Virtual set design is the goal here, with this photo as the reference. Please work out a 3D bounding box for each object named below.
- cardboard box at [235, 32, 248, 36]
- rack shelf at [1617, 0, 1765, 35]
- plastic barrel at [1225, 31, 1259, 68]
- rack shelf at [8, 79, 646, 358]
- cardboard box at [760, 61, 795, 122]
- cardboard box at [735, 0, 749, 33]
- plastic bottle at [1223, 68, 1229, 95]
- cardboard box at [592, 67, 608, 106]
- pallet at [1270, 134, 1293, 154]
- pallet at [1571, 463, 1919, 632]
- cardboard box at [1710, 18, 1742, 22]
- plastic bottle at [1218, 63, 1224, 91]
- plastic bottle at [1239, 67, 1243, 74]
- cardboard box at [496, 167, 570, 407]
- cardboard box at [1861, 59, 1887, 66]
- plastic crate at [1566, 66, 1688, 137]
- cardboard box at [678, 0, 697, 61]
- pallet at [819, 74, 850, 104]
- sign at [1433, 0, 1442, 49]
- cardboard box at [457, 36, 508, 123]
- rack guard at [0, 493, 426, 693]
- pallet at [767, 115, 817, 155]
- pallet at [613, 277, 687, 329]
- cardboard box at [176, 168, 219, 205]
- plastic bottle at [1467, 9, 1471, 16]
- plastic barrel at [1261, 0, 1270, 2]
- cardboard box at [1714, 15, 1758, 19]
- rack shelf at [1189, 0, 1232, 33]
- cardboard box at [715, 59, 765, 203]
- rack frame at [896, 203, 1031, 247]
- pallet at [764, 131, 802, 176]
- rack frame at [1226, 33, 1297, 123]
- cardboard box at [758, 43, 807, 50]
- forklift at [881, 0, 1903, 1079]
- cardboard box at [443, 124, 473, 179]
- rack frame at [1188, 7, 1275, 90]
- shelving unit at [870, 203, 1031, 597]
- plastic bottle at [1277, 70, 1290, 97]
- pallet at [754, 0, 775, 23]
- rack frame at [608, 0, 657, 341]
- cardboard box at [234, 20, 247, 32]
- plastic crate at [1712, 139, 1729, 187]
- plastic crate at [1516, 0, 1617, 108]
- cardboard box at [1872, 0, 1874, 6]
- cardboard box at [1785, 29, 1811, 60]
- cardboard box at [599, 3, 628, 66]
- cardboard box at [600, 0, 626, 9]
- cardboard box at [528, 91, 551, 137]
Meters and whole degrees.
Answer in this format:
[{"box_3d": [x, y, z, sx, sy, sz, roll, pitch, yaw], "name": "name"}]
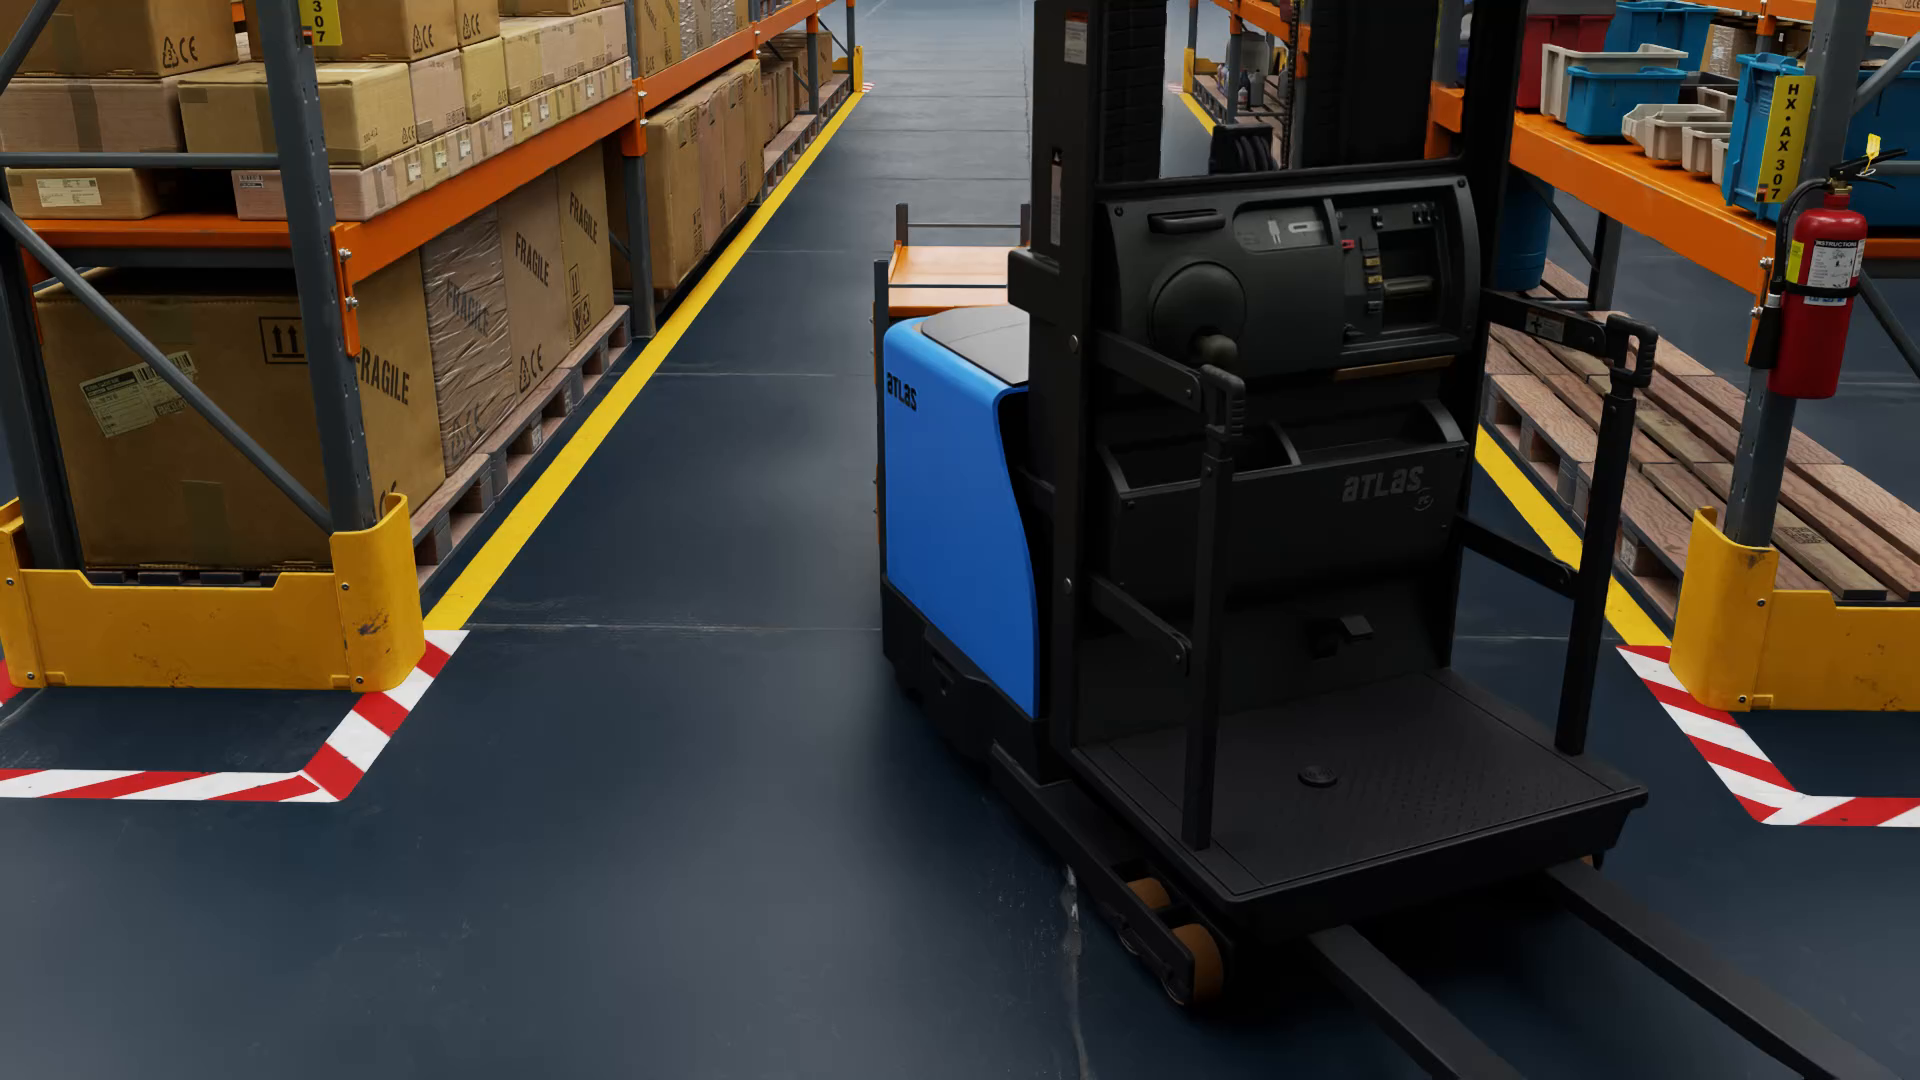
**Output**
[{"box_3d": [-2.445, -1.830, 6.394, 0.500, 0.250, 0.500, 1, 21, 2], "name": "cardboard box"}, {"box_3d": [8.090, -5.643, 17.421, 1.077, 0.370, 4.000, 1, 21, 2], "name": "rack shelf"}, {"box_3d": [3.257, -5.555, 19.057, 0.421, 0.512, 0.421, 0, 21, 0], "name": "plastic barrel"}, {"box_3d": [-2.176, -1.415, 6.523, 1.077, 0.370, 4.000, 1, 21, 2], "name": "rack shelf"}, {"box_3d": [-1.912, -4.184, 15.512, 0.700, 0.500, 0.500, -1, 21, -3], "name": "cardboard box"}, {"box_3d": [-1.761, -3.785, 11.499, 0.500, 0.500, 0.500, 1, 21, 3], "name": "cardboard box"}, {"box_3d": [2.814, -4.805, 17.430, 0.097, 0.271, 0.097, 0, 21, 0], "name": "plastic bottle"}, {"box_3d": [-1.813, -2.056, 7.529, 0.380, 0.149, 0.250, 0, 21, 1], "name": "cardboard box"}, {"box_3d": [3.059, -3.285, 14.202, 1.003, 0.211, 1.213, 1, 21, 2], "name": "pallet"}, {"box_3d": [2.777, 0.030, 5.660, 1.003, 0.211, 1.213, 1, 21, 2], "name": "pallet"}, {"box_3d": [7.864, -5.231, 17.549, 0.500, 0.500, 0.500, 1, 21, 2], "name": "cardboard box"}, {"box_3d": [2.809, -4.962, 17.819, 0.061, 0.283, 0.133, 1, 21, 3], "name": "plastic bottle"}, {"box_3d": [2.816, -4.587, 16.757, 0.144, 0.351, 0.185, 0, 21, -1], "name": "plastic bottle"}, {"box_3d": [-2.243, -1.115, 7.113, 0.875, 0.875, 0.875, 1, 21, 2], "name": "cardboard box"}, {"box_3d": [8.304, -4.281, 15.361, 0.500, 0.311, 0.500, 1, 21, 2], "name": "cardboard box"}, {"box_3d": [2.520, -1.668, 6.329, 0.416, 0.233, 0.300, 1, 21, 2], "name": "plastic crate"}, {"box_3d": [-1.821, -3.046, 9.595, 0.500, 0.500, 0.500, 0, 21, 0], "name": "cardboard box"}, {"box_3d": [-1.813, -5.191, 19.116, 1.003, 0.211, 1.213, 1, 21, 2], "name": "pallet"}, {"box_3d": [2.285, -2.554, 8.083, 0.100, 0.325, 0.005, 1, 21, 2], "name": "sign"}, {"box_3d": [-1.925, -1.636, 5.895, 0.500, 0.250, 0.500, 0, 21, 0], "name": "cardboard box"}, {"box_3d": [-2.238, 0.147, 4.959, 1.175, 0.500, 0.348, 1, 21, 2], "name": "rack guard"}, {"box_3d": [-1.894, -3.784, 15.490, 1.003, 0.211, 1.213, 1, 21, 2], "name": "pallet"}, {"box_3d": [-2.167, -1.453, 9.482, 1.003, 0.211, 1.213, 1, 21, 2], "name": "pallet"}, {"box_3d": [-2.549, -1.136, 5.158, 0.380, 0.149, 0.250, 1, 21, 2], "name": "cardboard box"}, {"box_3d": [3.330, -3.388, 10.793, 0.097, 0.271, 0.097, 0, 21, 0], "name": "plastic bottle"}, {"box_3d": [2.830, -5.031, 14.661, 0.433, 0.535, 0.433, 0, 21, 0], "name": "plastic barrel"}, {"box_3d": [8.417, -5.406, 17.999, 0.500, 0.500, 0.500, 1, 21, 2], "name": "cardboard box"}, {"box_3d": [3.139, -5.699, 17.565, 1.077, 0.370, 4.000, 1, 21, 2], "name": "rack shelf"}, {"box_3d": [-2.036, -2.875, 11.650, 1.225, 0.875, 0.875, 0, 21, -1], "name": "cardboard box"}, {"box_3d": [0.015, -0.706, 6.293, 0.500, 1.125, 0.032, 1, 21, 2], "name": "rack frame"}, {"box_3d": [-1.929, -3.342, 14.350, 1.003, 0.211, 1.213, 1, 21, 2], "name": "pallet"}, {"box_3d": [3.079, -5.311, 15.571, 1.000, 3.000, 0.127, 1, 21, 2], "name": "rack frame"}, {"box_3d": [-1.870, -4.973, 17.574, 0.500, 0.500, 0.500, -1, 21, -3], "name": "cardboard box"}, {"box_3d": [0.828, -0.565, 3.433, 1.130, 2.935, 3.031, -9, 23, -22], "name": "forklift"}, {"box_3d": [-1.876, -1.314, 5.617, 0.380, 0.149, 0.250, 0, 21, 1], "name": "cardboard box"}, {"box_3d": [3.200, -6.758, 19.298, 1.000, 3.000, 0.127, 1, 21, 2], "name": "rack frame"}, {"box_3d": [0.000, -0.522, 5.819, 0.538, 1.125, 1.048, 1, 21, 2], "name": "shelving unit"}, {"box_3d": [3.388, -4.748, 17.277, 0.152, 0.276, 0.135, 1, 21, 2], "name": "plastic bottle"}, {"box_3d": [-2.079, -4.089, 12.686, 1.213, 0.211, 1.003, 1, 21, 2], "name": "pallet"}, {"box_3d": [-2.115, -2.473, 8.256, 1.000, 3.000, 0.127, 1, 21, 2], "name": "rack frame"}, {"box_3d": [-6.738, -4.889, 16.838, 0.875, 0.875, 0.875, 1, 21, 2], "name": "cardboard box"}, {"box_3d": [2.557, -1.174, 5.190, 0.396, 0.136, 0.243, 1, 21, 2], "name": "plastic crate"}, {"box_3d": [2.557, -2.156, 7.269, 0.402, 0.464, 0.583, 1, 21, 2], "name": "plastic crate"}, {"box_3d": [7.974, -4.834, 14.203, 0.500, 0.500, 0.500, 2, 21, 6], "name": "cardboard box"}, {"box_3d": [8.357, -4.683, 16.136, 0.500, 0.500, 0.500, 1, 21, 2], "name": "cardboard box"}, {"box_3d": [-1.866, -2.379, 7.811, 0.500, 0.250, 0.500, 0, 21, 1], "name": "cardboard box"}, {"box_3d": [-1.862, -2.722, 7.658, 0.500, 0.500, 0.500, 1, 21, 3], "name": "cardboard box"}, {"box_3d": [-1.845, -1.686, 6.574, 0.380, 0.149, 0.250, 1, 21, 3], "name": "cardboard box"}]
